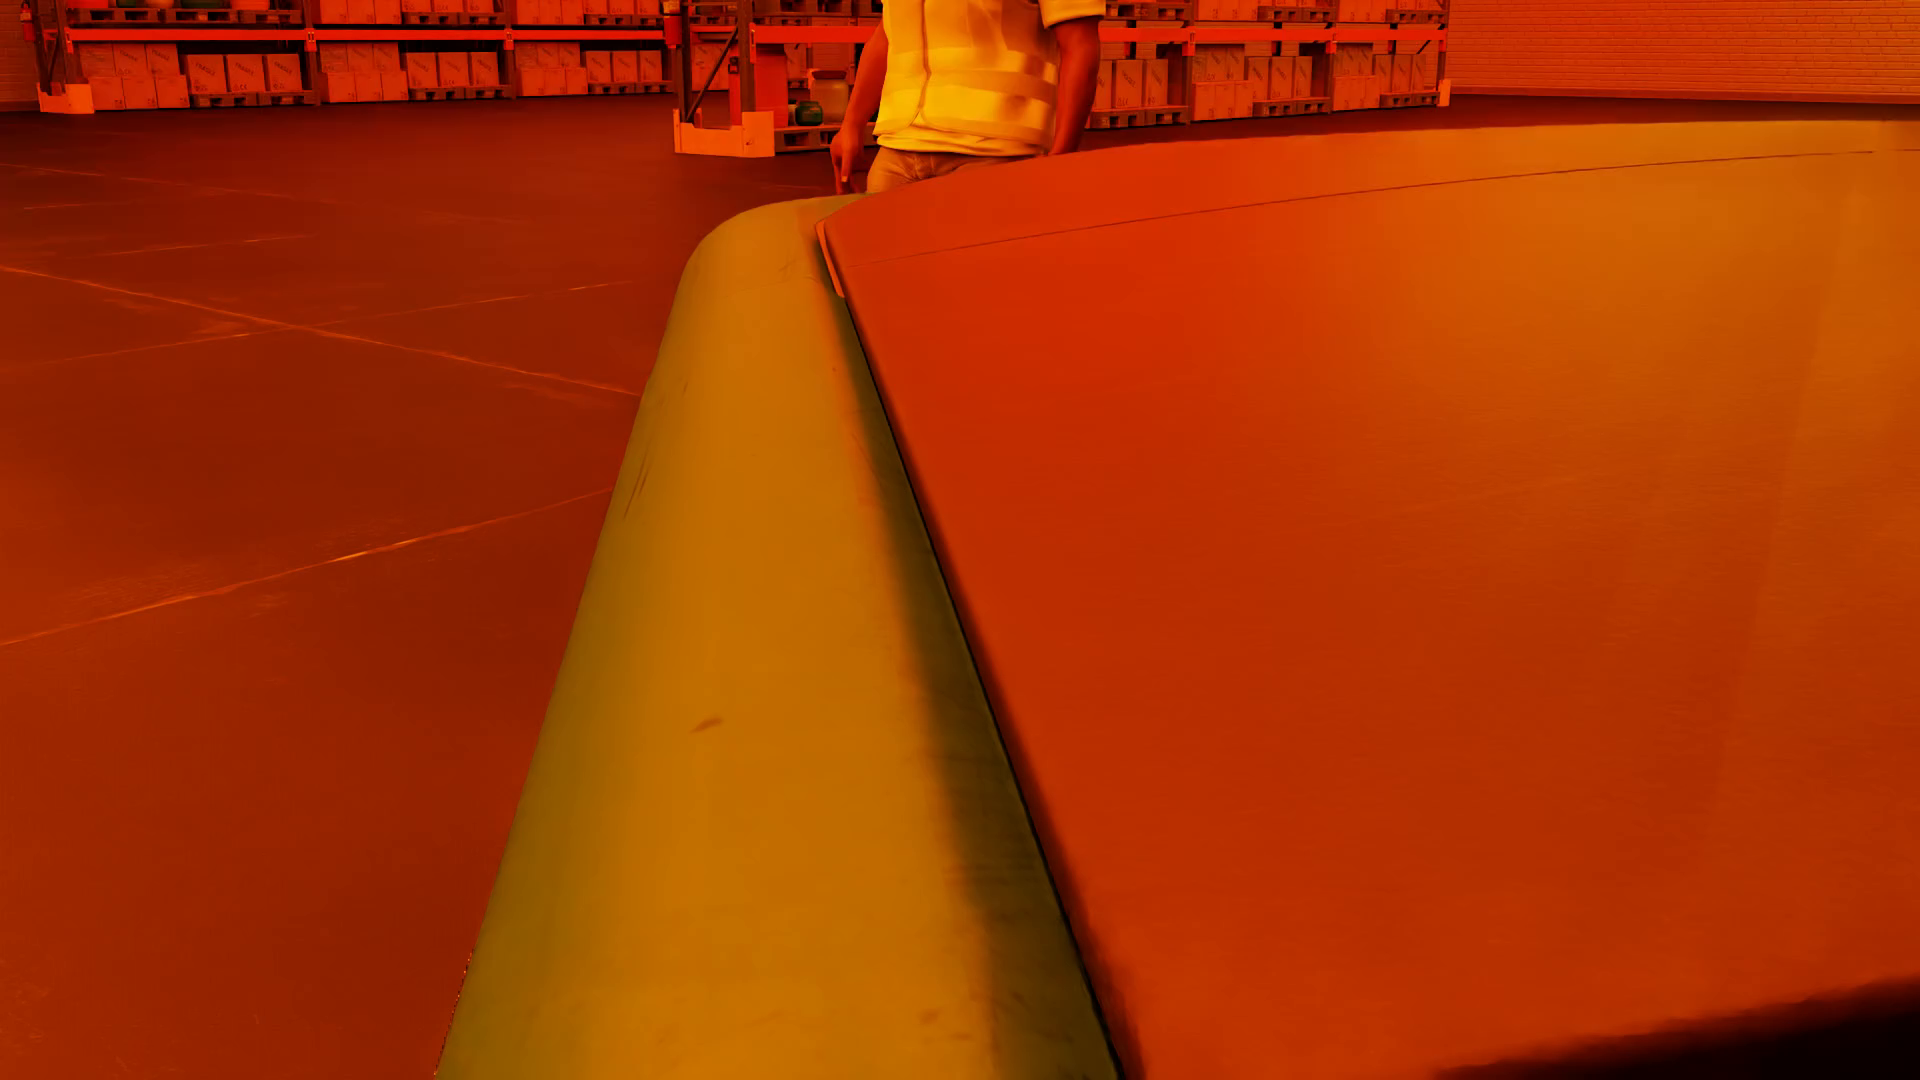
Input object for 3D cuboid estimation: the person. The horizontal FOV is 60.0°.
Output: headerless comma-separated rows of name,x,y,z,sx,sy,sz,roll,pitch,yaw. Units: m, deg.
person,-0.049,-0.837,3.635,0.665,1.768,0.575,13,21,37
